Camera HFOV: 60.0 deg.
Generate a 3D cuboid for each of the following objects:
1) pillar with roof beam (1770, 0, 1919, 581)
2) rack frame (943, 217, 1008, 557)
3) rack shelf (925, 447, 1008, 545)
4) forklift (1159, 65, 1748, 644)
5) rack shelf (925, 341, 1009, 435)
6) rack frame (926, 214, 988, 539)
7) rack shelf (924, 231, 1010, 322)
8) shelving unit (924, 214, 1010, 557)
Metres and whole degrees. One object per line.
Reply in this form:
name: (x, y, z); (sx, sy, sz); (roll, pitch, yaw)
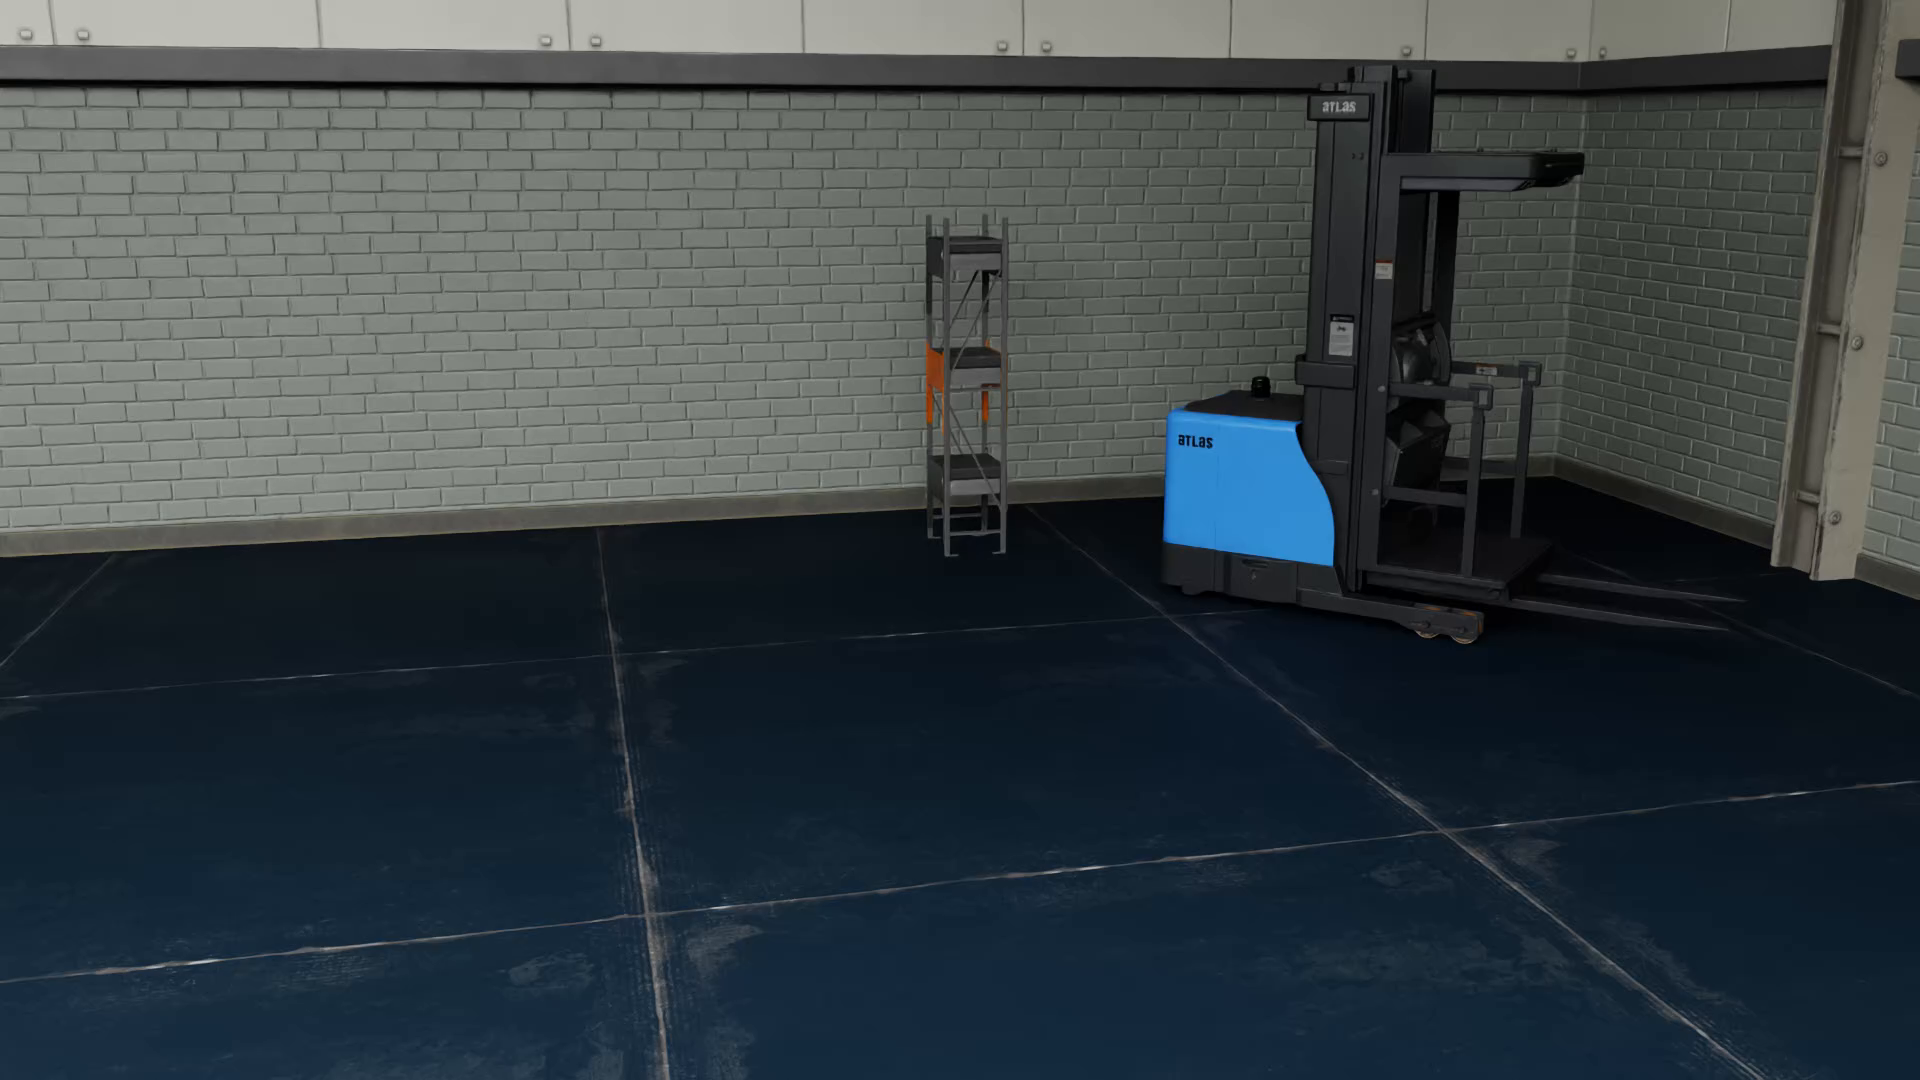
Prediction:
pillar with roof beam: (1.025, -3.942, 8.101); (9.100, 9.000, 0.400); (-3, 14, -13)
rack frame: (0.096, -0.926, 10.291); (0.400, 2.100, 0.015); (-3, 14, -13)
rack shelf: (0.039, -0.289, 10.691); (0.431, 0.518, 0.480); (-3, 14, -13)
forklift: (2.679, -1.023, 8.941); (3.031, 2.935, 1.130); (8, 16, 31)
rack shelf: (0.039, -0.969, 10.525); (0.431, 0.518, 0.480); (-3, 14, -13)
rack frame: (-0.018, -1.038, 10.752); (0.400, 2.100, 0.015); (-3, 14, -13)
rack shelf: (0.039, -1.649, 10.359); (0.431, 0.518, 0.480); (-3, 14, -13)
shelving unit: (0.039, -0.982, 10.522); (0.431, 2.100, 0.503); (-3, 14, -13)
